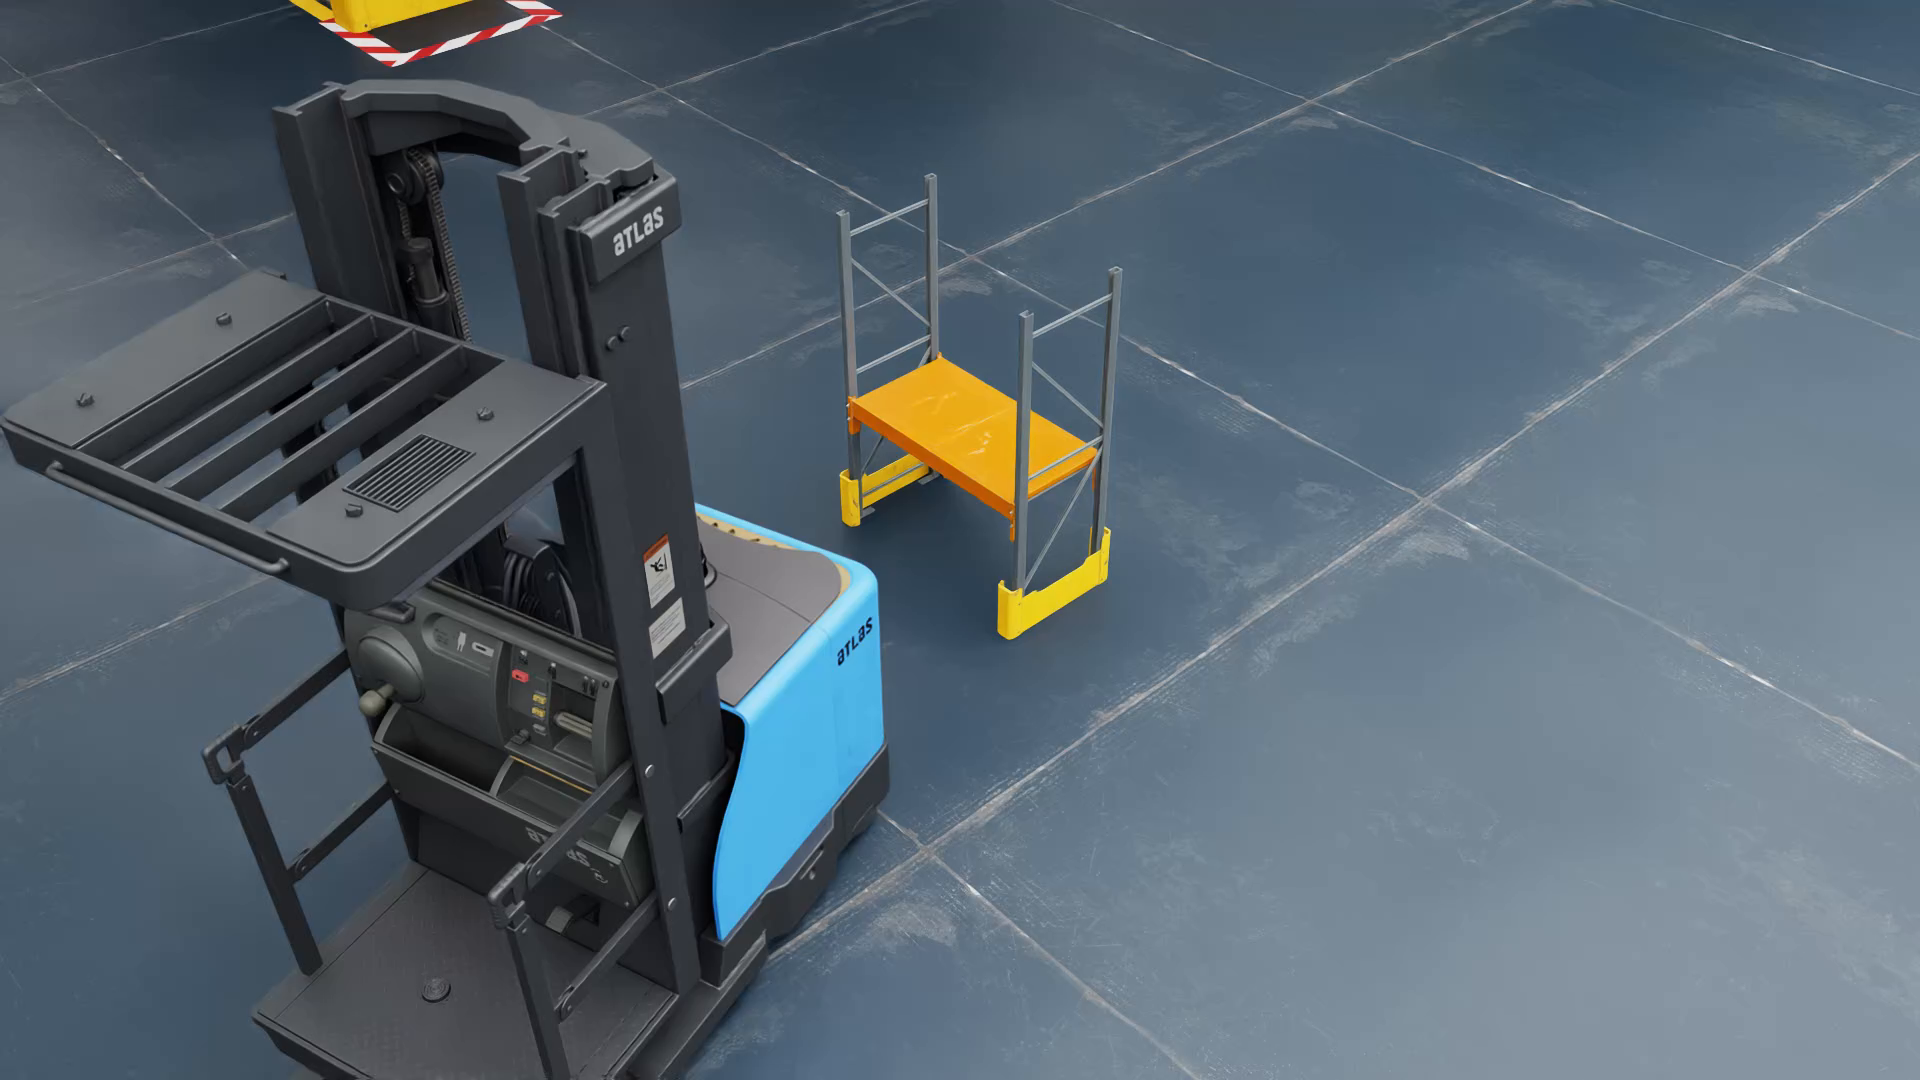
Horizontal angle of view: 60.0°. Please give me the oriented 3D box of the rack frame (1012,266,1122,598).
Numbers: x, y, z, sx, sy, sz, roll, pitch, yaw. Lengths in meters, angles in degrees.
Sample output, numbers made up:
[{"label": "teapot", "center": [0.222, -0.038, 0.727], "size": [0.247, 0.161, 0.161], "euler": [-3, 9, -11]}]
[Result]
[{"label": "rack frame", "center": [0.402, -0.309, 6.439], "size": [0.500, 1.500, 0.032], "euler": [-30, 48, -32]}]

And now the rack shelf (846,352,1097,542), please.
[{"label": "rack shelf", "center": [0.058, -0.404, 6.843], "size": [0.538, 0.185, 1.000], "euler": [-30, 48, -32]}]

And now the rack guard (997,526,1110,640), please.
[{"label": "rack guard", "center": [0.388, 0.169, 6.842], "size": [0.587, 0.250, 0.087], "euler": [-30, 48, -32]}]

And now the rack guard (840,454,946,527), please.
[{"label": "rack guard", "center": [-0.285, -0.292, 7.413], "size": [0.587, 0.250, 0.087], "euler": [-30, 48, -32]}]

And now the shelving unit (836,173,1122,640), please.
[{"label": "shelving unit", "center": [0.052, -0.548, 6.735], "size": [0.587, 1.500, 1.083], "euler": [-30, 48, -32]}]

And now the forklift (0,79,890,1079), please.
[{"label": "forklift", "center": [-1.412, 0.449, 4.361], "size": [1.130, 2.935, 3.031], "euler": [19, 43, 22]}]

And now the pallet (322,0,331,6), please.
[{"label": "pallet", "center": [-4.441, -4.333, 12.447], "size": [1.003, 0.211, 1.213], "euler": [-30, 48, -32]}]

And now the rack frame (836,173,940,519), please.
[{"label": "rack frame", "center": [-0.286, -0.779, 7.021], "size": [0.500, 1.500, 0.032], "euler": [-30, 48, -32]}]

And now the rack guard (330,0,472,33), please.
[{"label": "rack guard", "center": [-3.918, -4.054, 11.872], "size": [1.175, 0.500, 0.348], "euler": [-30, 48, -32]}]
